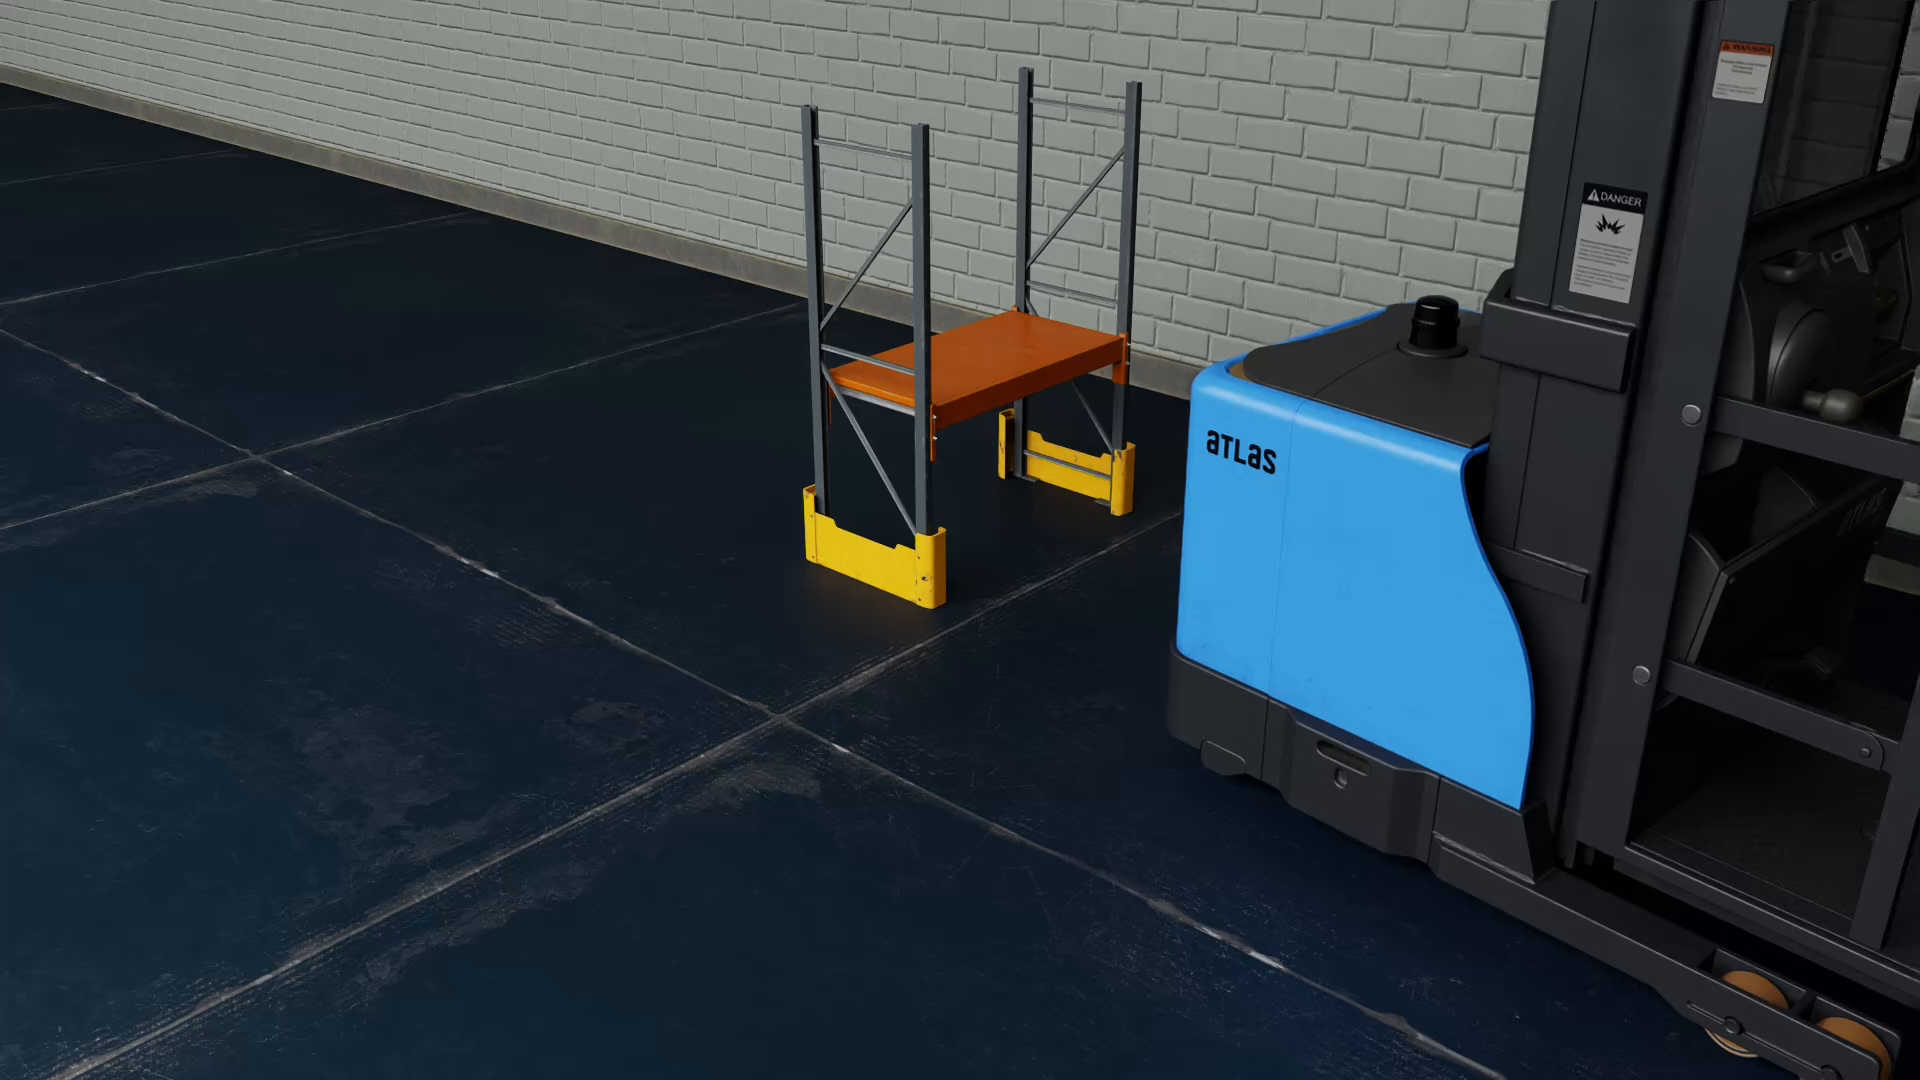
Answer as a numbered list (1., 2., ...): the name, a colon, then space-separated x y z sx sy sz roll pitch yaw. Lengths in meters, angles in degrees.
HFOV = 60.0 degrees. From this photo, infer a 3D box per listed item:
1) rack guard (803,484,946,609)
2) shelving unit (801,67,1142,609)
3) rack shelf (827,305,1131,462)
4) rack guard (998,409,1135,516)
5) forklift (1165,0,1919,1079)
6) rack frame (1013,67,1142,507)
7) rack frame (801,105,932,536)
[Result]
1. rack guard: -0.281 0.014 5.412 0.587 0.250 0.087 20 31 38
2. shelving unit: 0.051 -0.708 5.495 0.587 1.500 1.083 20 31 38
3. rack shelf: 0.057 -0.546 5.575 0.538 0.185 1.000 20 31 38
4. rack guard: 0.383 -0.289 6.089 0.587 0.250 0.087 20 31 38
5. forklift: 1.915 -0.462 3.197 1.130 2.935 3.031 -20 31 -38
6. rack frame: 0.396 -0.865 5.847 0.500 1.500 0.032 20 31 38
7. rack frame: -0.282 -0.555 5.156 0.500 1.500 0.032 20 31 38
